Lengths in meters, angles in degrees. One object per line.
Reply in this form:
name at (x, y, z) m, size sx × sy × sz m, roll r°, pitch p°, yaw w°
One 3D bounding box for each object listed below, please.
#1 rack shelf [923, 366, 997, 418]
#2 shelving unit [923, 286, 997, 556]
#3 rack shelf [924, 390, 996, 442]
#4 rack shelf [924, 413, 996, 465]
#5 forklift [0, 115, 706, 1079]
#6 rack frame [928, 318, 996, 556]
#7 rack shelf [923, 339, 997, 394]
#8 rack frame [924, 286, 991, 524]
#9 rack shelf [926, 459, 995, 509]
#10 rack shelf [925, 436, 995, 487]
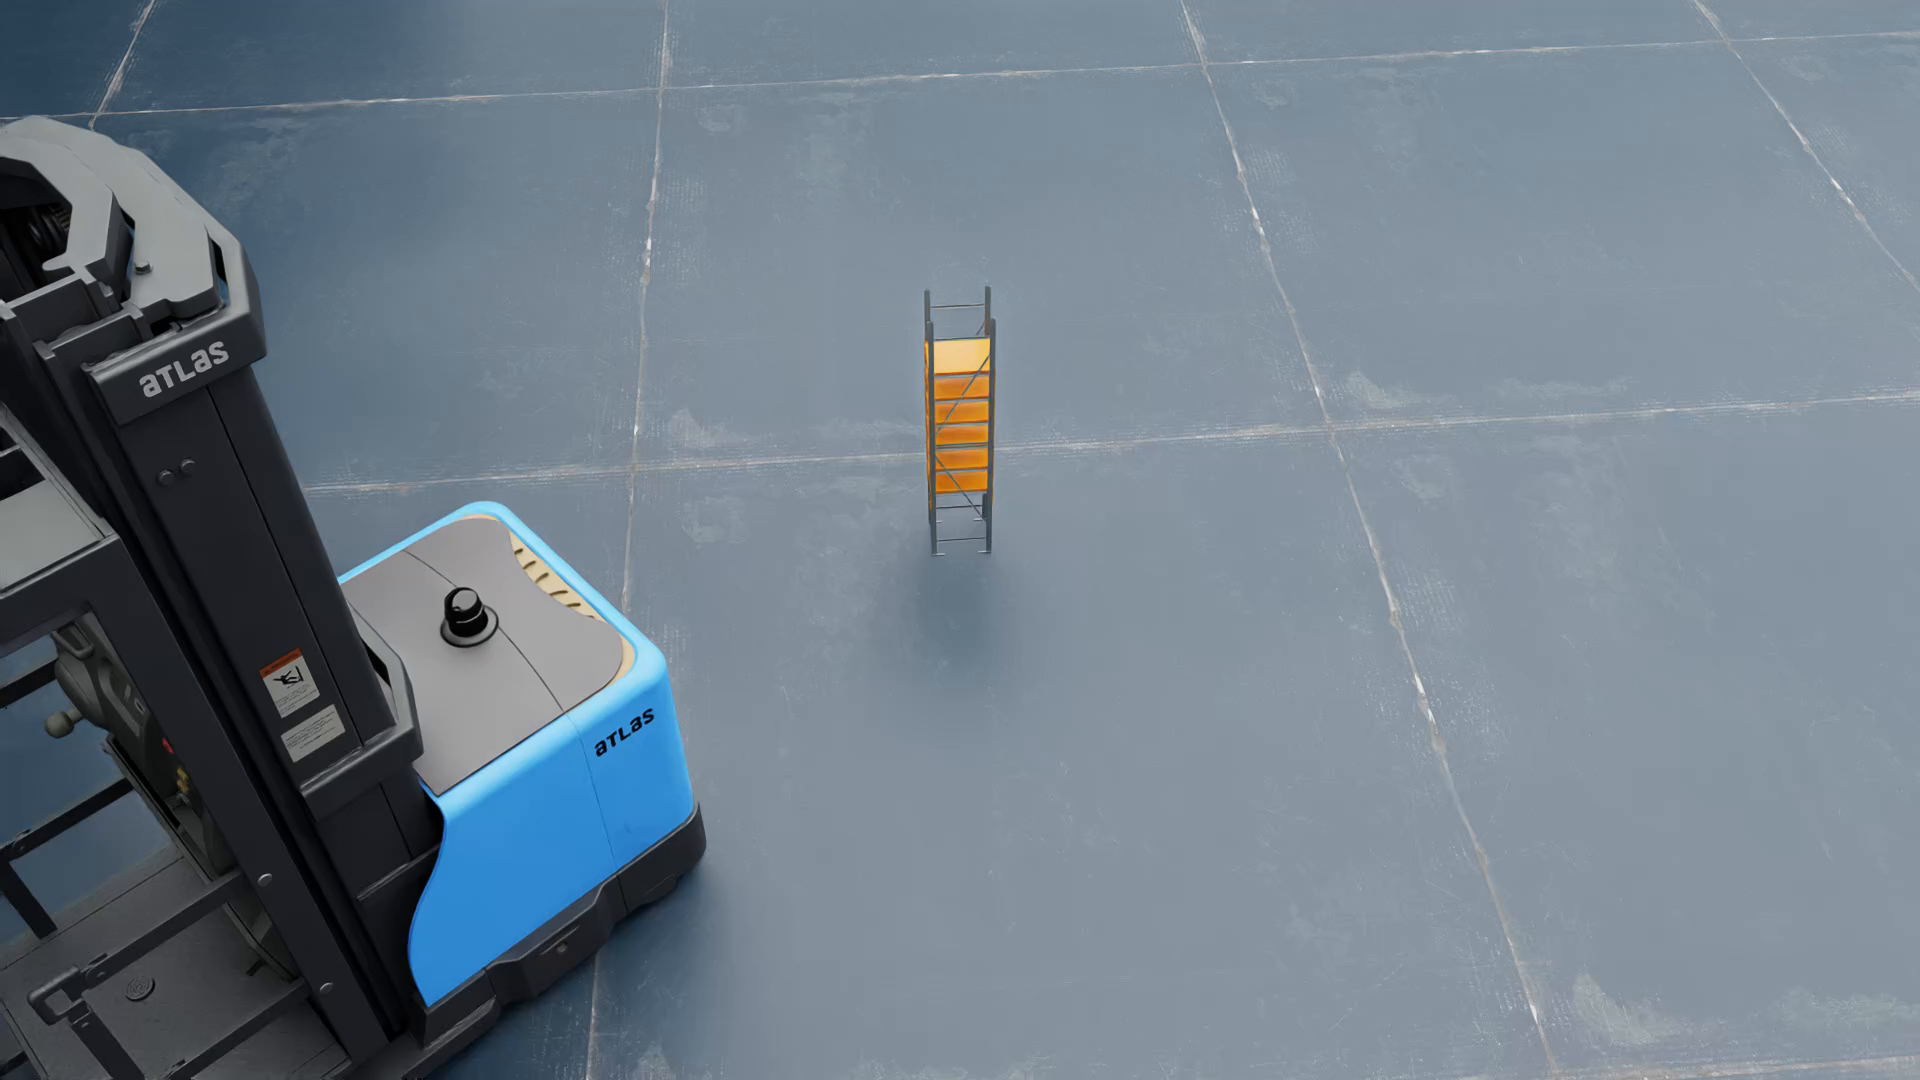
rack shelf at (-0.001, -0.558, 6.182) m, size 0.258 × 0.103 × 0.180 m, roll -3°, pitch 47°, yaw -3°
shelving unit at (-0.001, -0.423, 6.324) m, size 0.258 × 1.200 × 0.189 m, roll -3°, pitch 47°, yaw -3°
rack shelf at (-0.001, -0.475, 6.269) m, size 0.258 × 0.103 × 0.180 m, roll -3°, pitch 47°, yaw -3°
rack shelf at (-0.001, -0.392, 6.357) m, size 0.258 × 0.103 × 0.180 m, roll -3°, pitch 47°, yaw -3°
forklift at (-2.278, 0.569, 4.193) m, size 3.031 × 2.935 × 1.130 m, roll -35°, pitch 56°, yaw -28°
rack frame at (0.006, -0.357, 6.262) m, size 0.240 × 1.200 × 0.006 m, roll -3°, pitch 47°, yaw -3°
rack shelf at (-0.001, -0.640, 6.095) m, size 0.258 × 0.103 × 0.180 m, roll -3°, pitch 47°, yaw -3°
rack frame at (-0.009, -0.489, 6.387) m, size 0.240 × 1.200 × 0.006 m, roll -3°, pitch 47°, yaw -3°
rack shelf at (-0.001, -0.227, 6.531) m, size 0.258 × 0.103 × 0.180 m, roll -3°, pitch 47°, yaw -3°
rack shelf at (-0.001, -0.310, 6.444) m, size 0.258 × 0.103 × 0.180 m, roll -3°, pitch 47°, yaw -3°
